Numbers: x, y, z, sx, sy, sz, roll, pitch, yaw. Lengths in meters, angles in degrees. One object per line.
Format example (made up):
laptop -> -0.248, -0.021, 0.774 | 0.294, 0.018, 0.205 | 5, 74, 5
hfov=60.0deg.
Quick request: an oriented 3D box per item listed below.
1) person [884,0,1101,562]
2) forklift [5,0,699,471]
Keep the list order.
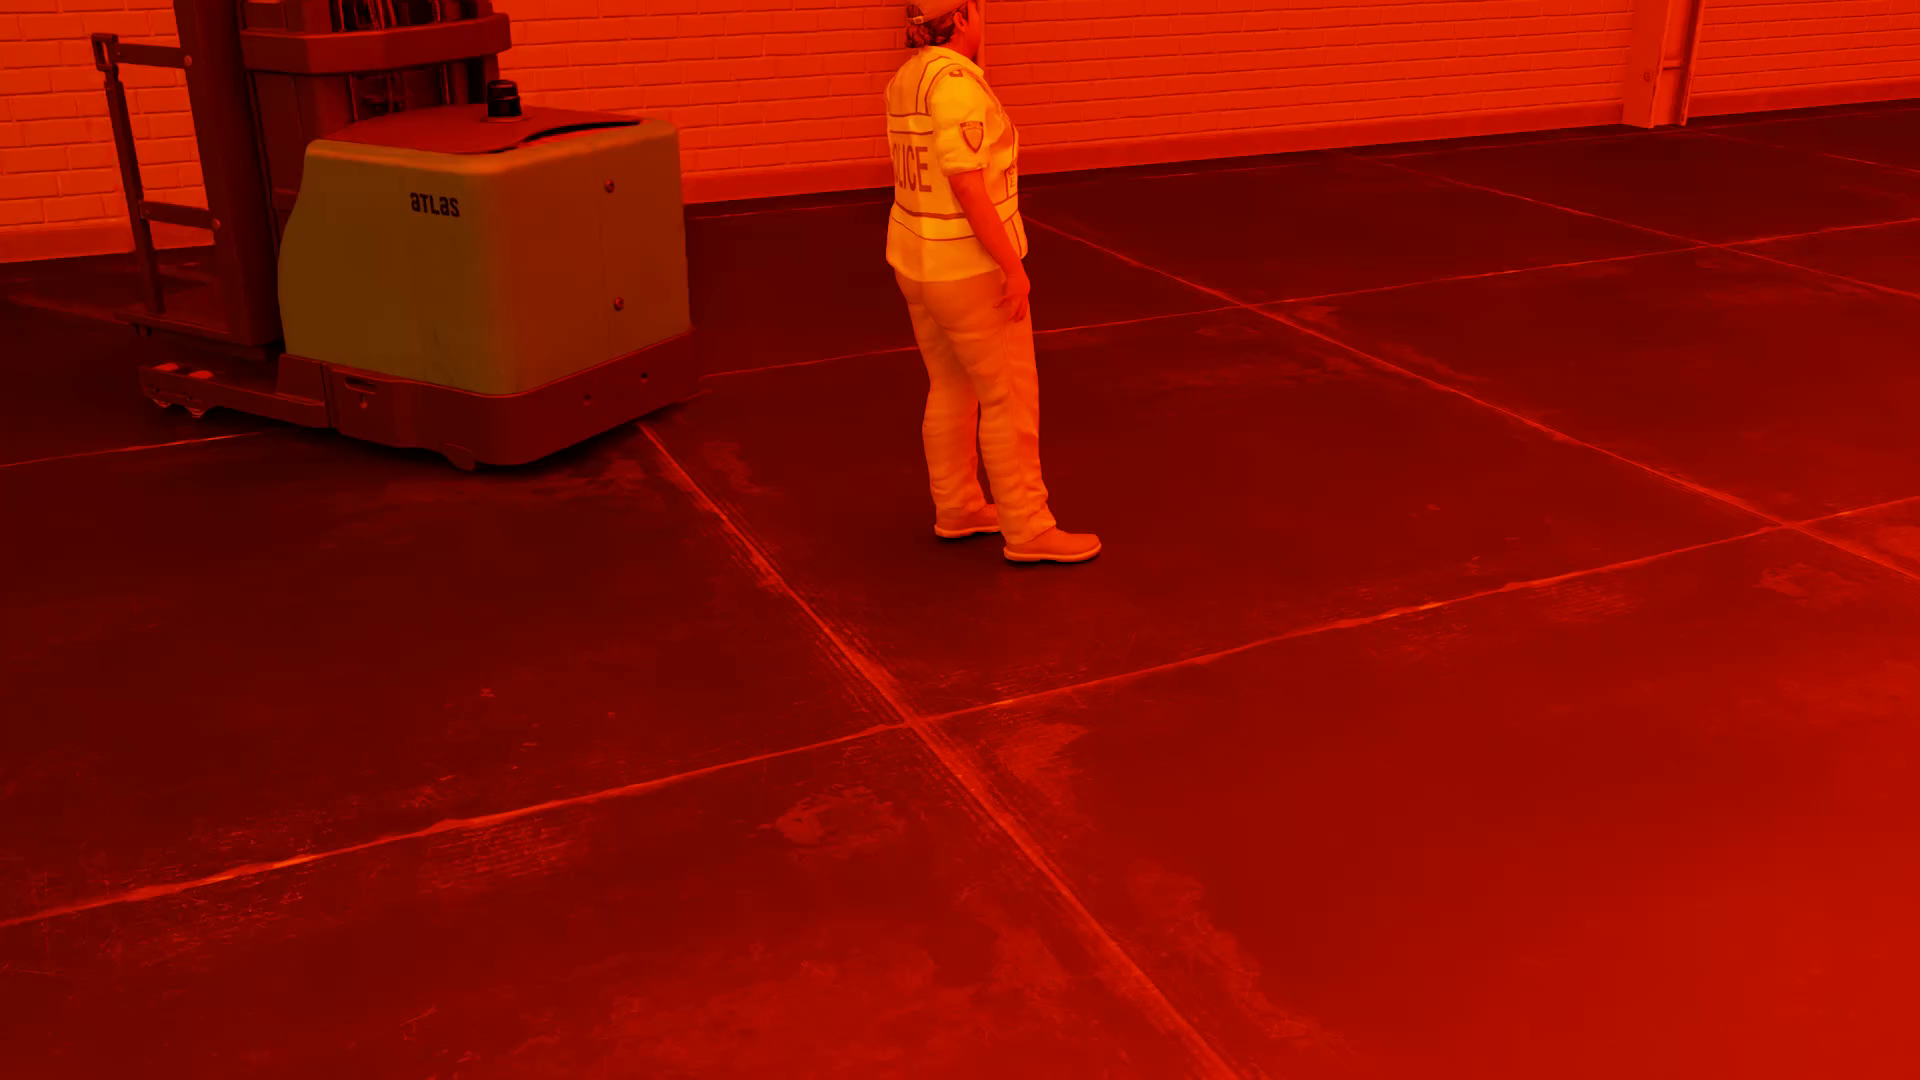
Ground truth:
person -> 0.079, -0.781, 4.795 | 0.529, 1.670, 0.598 | -10, 25, -23
forklift -> -2.520, -1.982, 6.056 | 3.031, 2.935, 1.130 | 12, 26, 27
